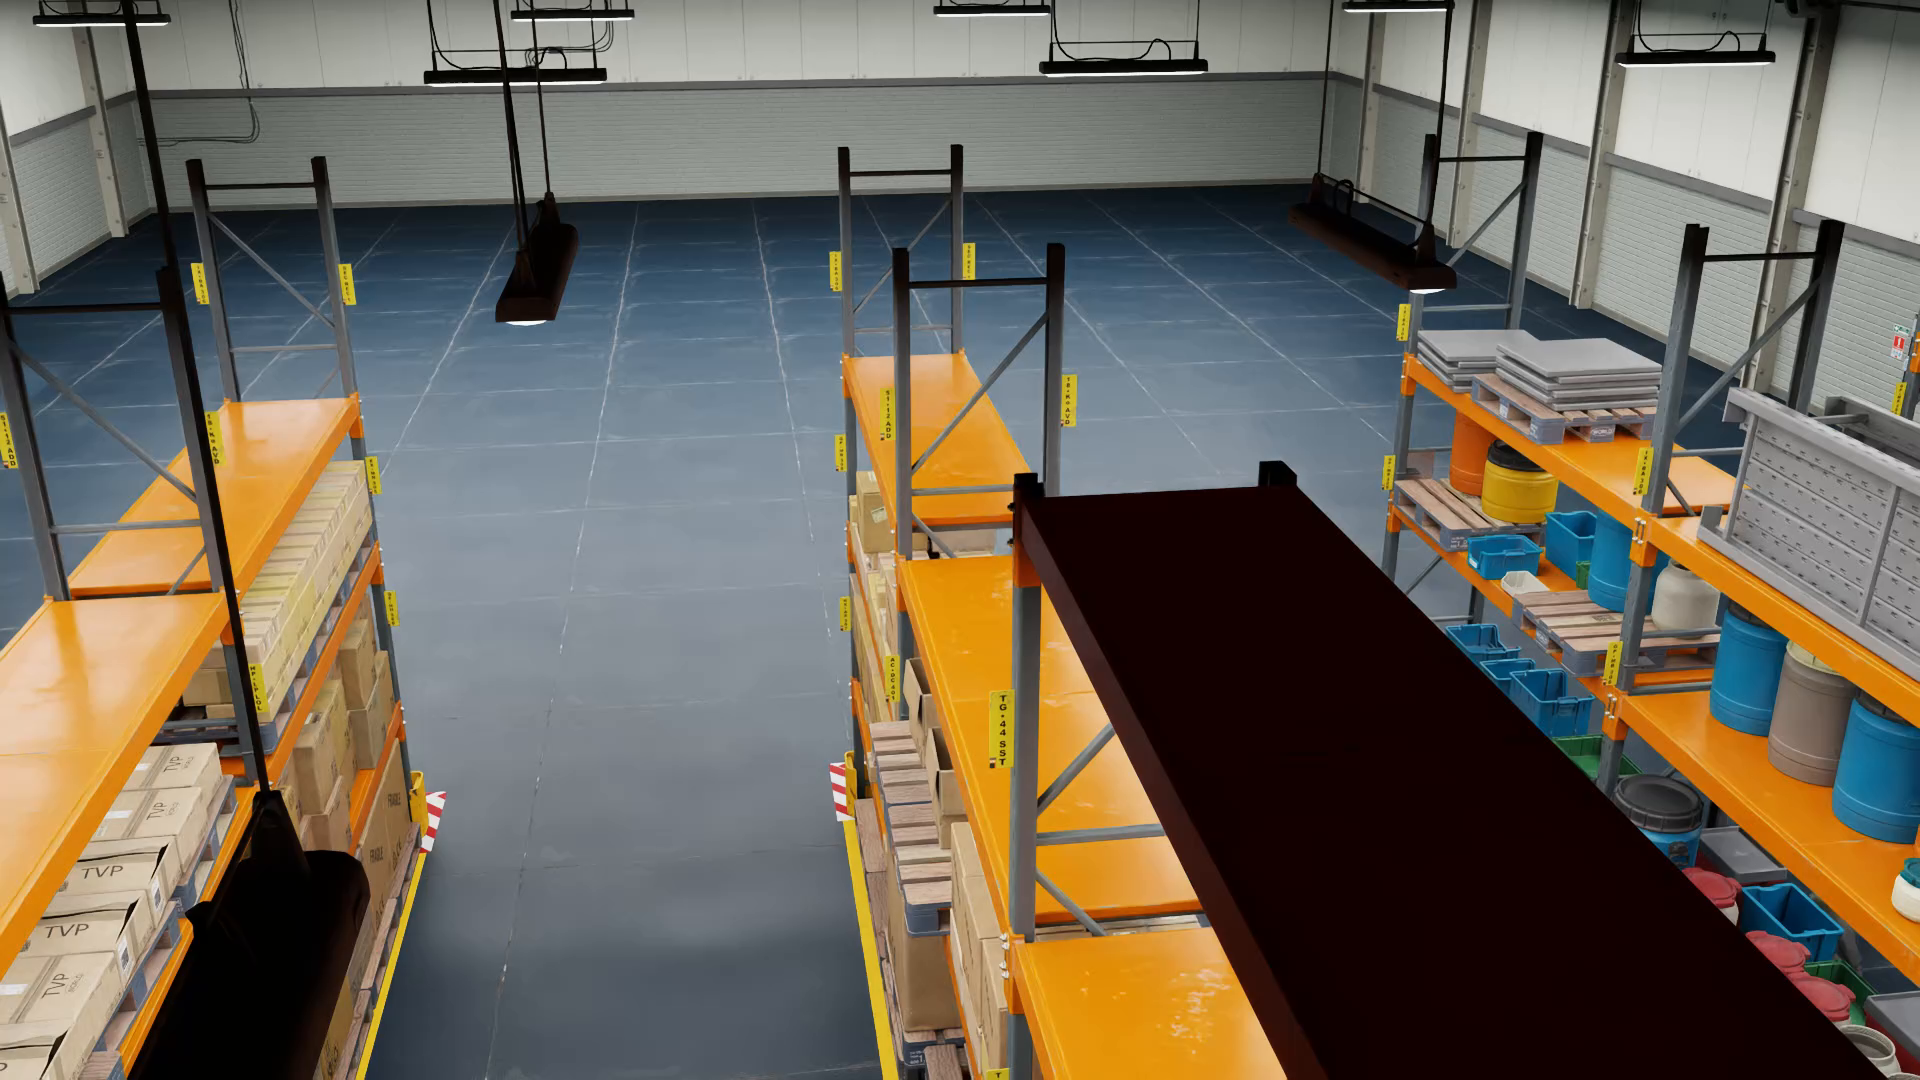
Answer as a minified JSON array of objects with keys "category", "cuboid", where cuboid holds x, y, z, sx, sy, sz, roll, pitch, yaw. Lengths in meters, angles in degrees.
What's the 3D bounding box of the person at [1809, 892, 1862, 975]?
[{"category":"person","cuboid":[6.897,2.515,13.072,0.549,1.593,1.021,-4,22,-10]}]
